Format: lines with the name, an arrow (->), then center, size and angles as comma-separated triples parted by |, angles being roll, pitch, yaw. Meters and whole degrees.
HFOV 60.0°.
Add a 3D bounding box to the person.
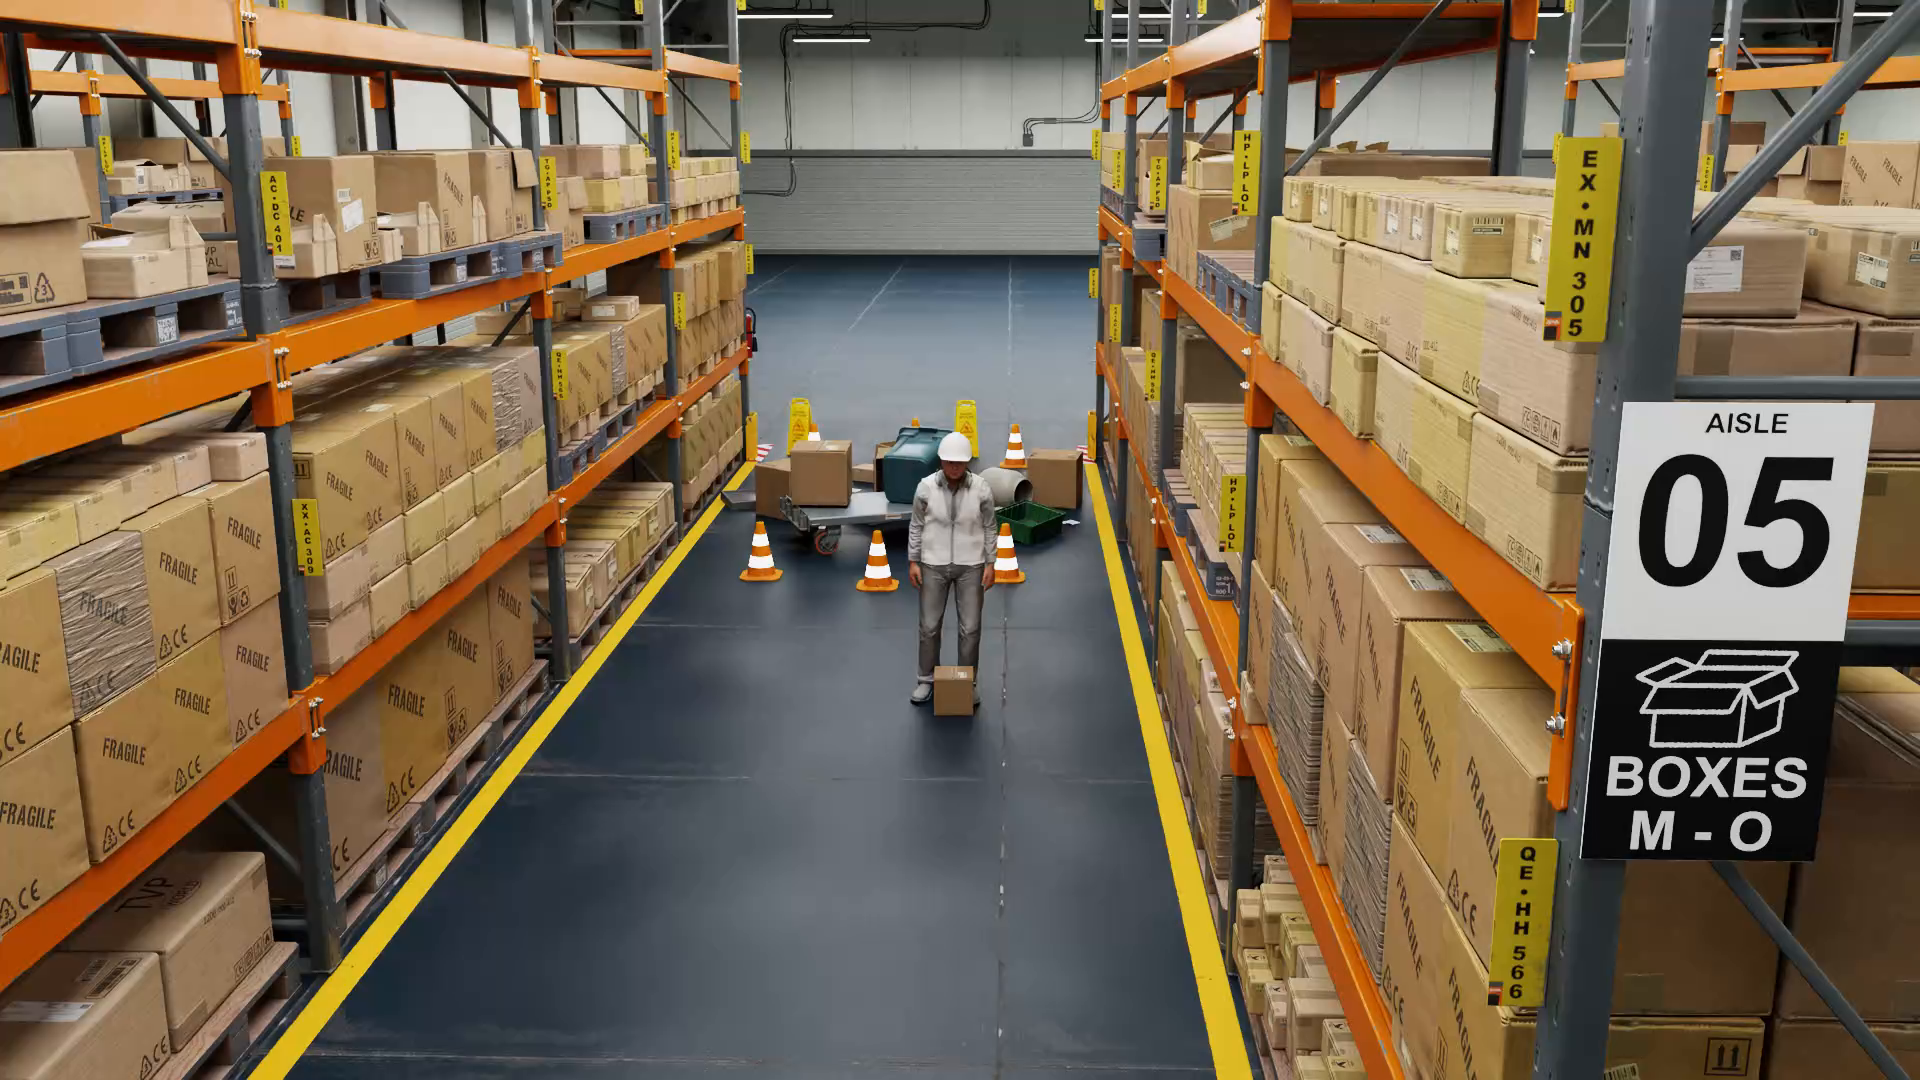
person -> -0.047, 0.168, 10.758 | 0.580, 1.771, 0.466 | 0, 14, 2
